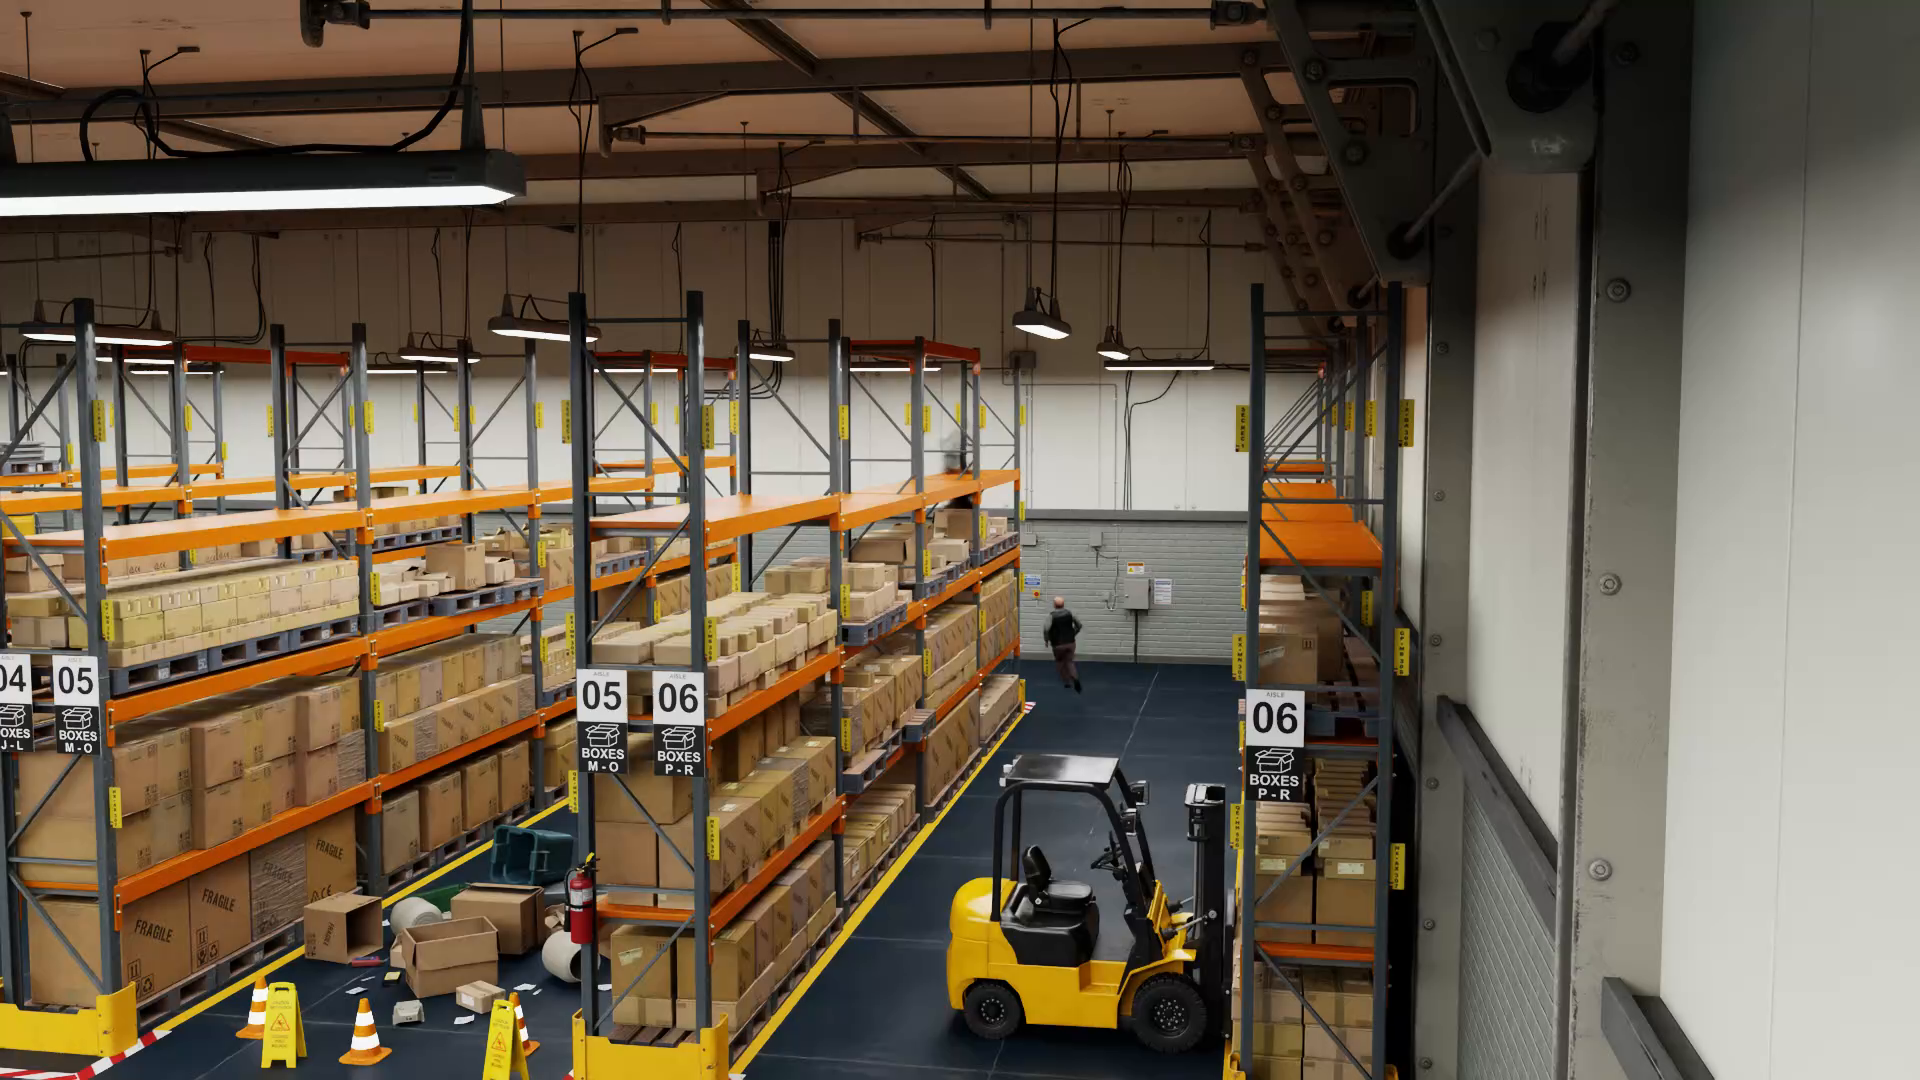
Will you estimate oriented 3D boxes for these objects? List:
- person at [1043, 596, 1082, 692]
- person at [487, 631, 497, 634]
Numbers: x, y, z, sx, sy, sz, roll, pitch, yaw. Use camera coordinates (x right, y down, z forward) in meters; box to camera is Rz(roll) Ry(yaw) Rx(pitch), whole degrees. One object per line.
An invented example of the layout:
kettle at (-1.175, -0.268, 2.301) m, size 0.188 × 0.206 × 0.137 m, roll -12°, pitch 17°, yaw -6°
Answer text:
person at (1.728, 1.788, 28.599) m, size 0.707 × 1.654 × 0.695 m, roll -1°, pitch 5°, yaw -16°
person at (-7.012, 2.246, 24.884) m, size 0.708 × 1.779 × 1.019 m, roll 1°, pitch 5°, yaw 17°
